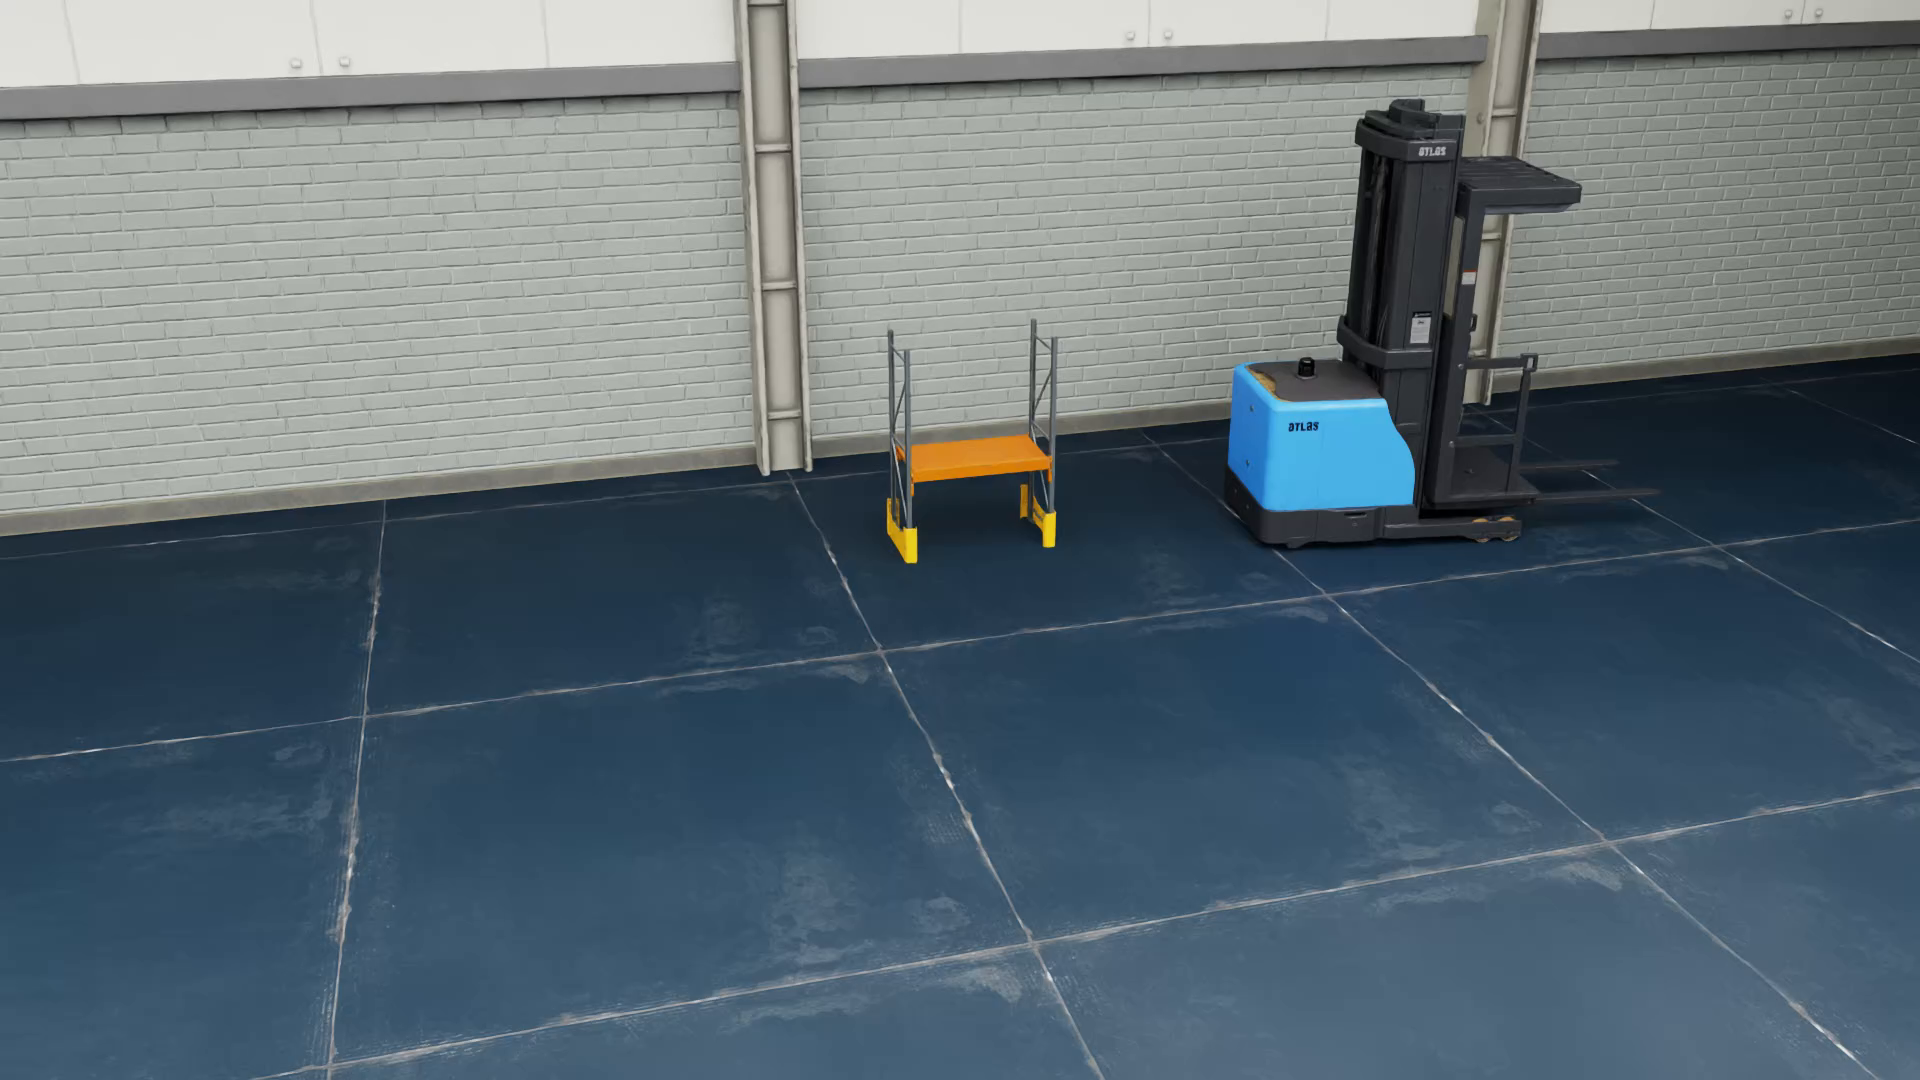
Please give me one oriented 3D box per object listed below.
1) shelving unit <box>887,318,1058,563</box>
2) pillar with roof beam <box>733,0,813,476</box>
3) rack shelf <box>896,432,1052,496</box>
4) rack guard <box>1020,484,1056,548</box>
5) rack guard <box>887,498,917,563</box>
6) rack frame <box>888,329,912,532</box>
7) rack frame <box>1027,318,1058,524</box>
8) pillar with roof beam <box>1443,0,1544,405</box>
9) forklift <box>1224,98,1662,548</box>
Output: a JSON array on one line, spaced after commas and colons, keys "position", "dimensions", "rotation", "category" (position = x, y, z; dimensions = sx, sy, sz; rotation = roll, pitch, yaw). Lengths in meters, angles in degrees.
[{"position": [0.073, -0.697, 11.473], "dimensions": [1.083, 1.500, 0.587], "rotation": [-6, 24, -14], "category": "shelving unit"}, {"position": [-0.219, -3.079, 7.514], "dimensions": [0.400, 9.000, 9.100], "rotation": [-6, 24, -14], "category": "pillar with roof beam"}, {"position": [0.082, -0.533, 11.546], "dimensions": [1.000, 0.185, 0.538], "rotation": [-6, 24, -14], "category": "rack shelf"}, {"position": [0.553, -0.176, 11.843], "dimensions": [0.087, 0.250, 0.587], "rotation": [-6, 24, -14], "category": "rack guard"}, {"position": [-0.406, -0.070, 11.596], "dimensions": [0.087, 0.250, 0.587], "rotation": [-6, 24, -14], "category": "rack guard"}, {"position": [-0.407, -0.644, 11.349], "dimensions": [0.032, 1.500, 0.500], "rotation": [-6, 24, -14], "category": "rack frame"}, {"position": [0.572, -0.752, 11.602], "dimensions": [0.032, 1.500, 0.500], "rotation": [-6, 24, -14], "category": "rack frame"}, {"position": [5.558, -3.718, 9.003], "dimensions": [0.400, 9.000, 9.100], "rotation": [-6, 24, -14], "category": "pillar with roof beam"}, {"position": [3.520, -1.534, 11.609], "dimensions": [3.031, 2.935, 1.130], "rotation": [-3, 23, -7], "category": "forklift"}]
